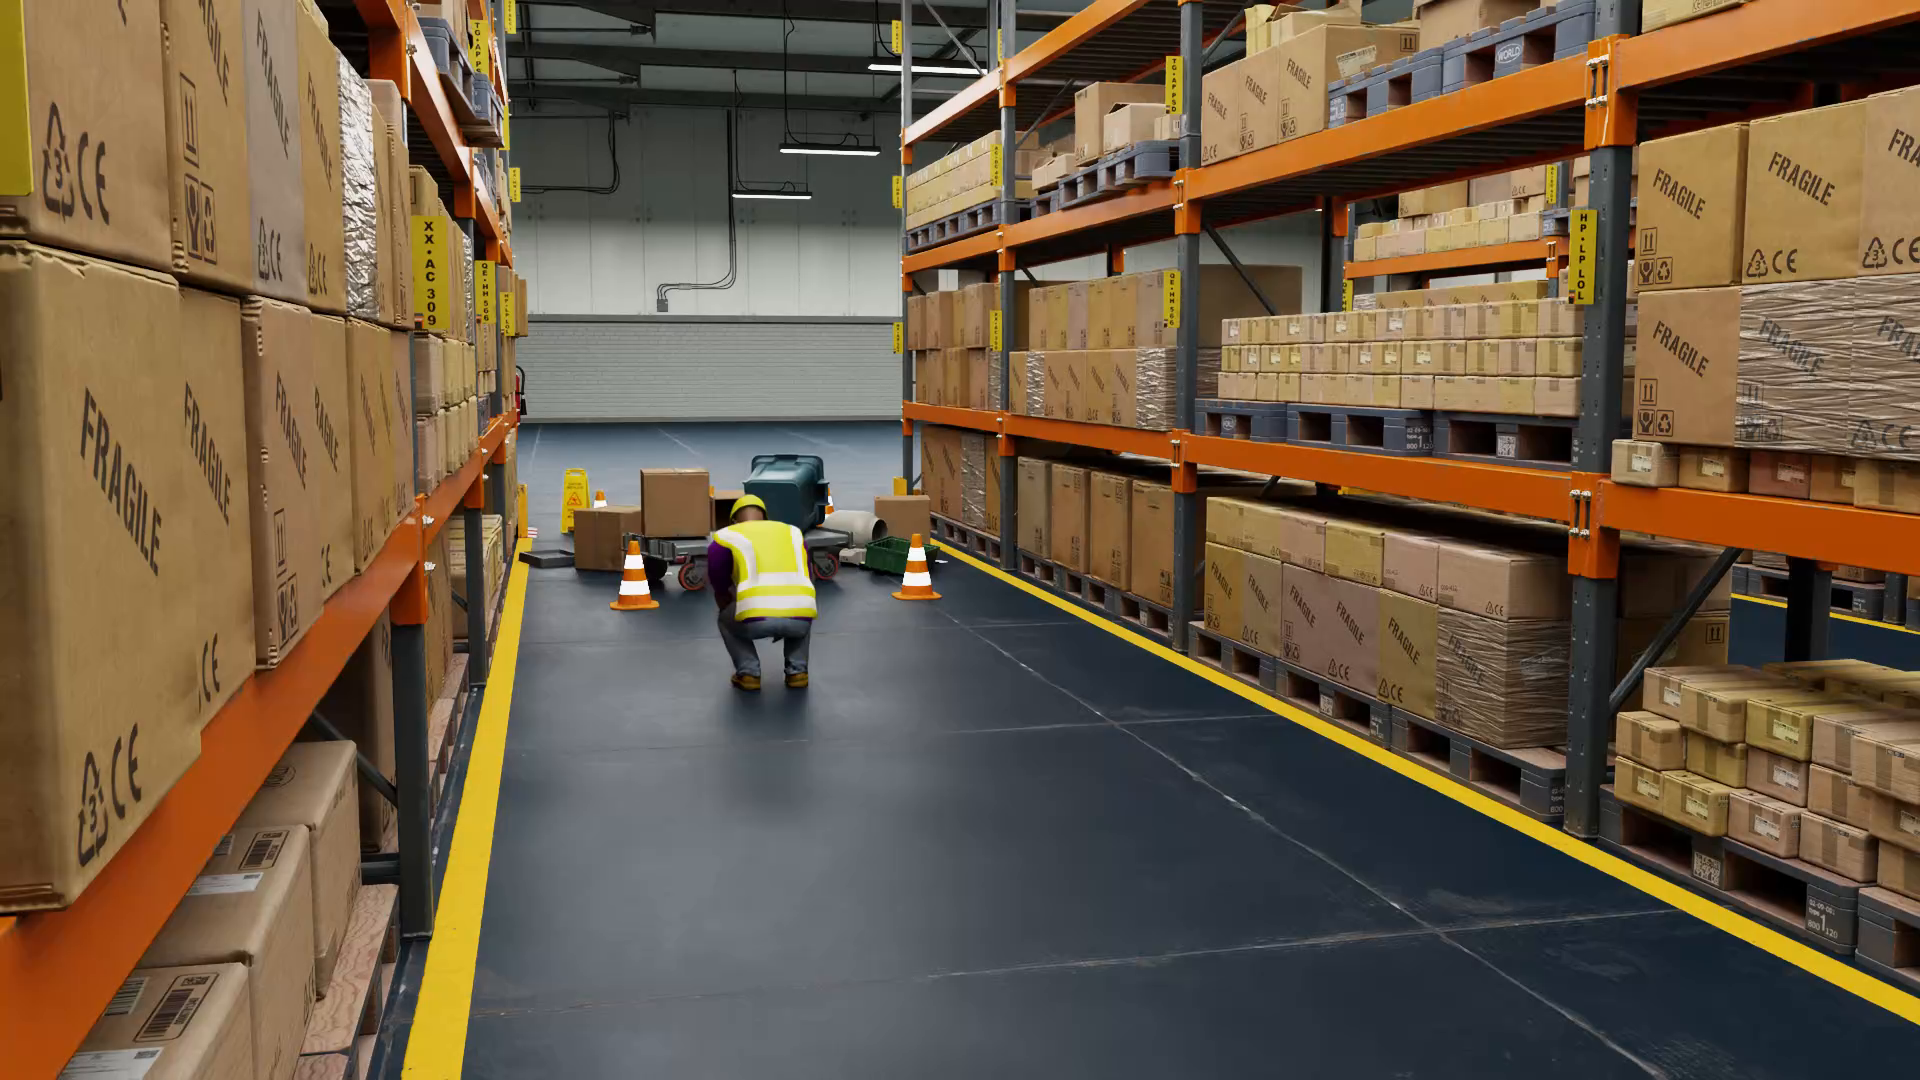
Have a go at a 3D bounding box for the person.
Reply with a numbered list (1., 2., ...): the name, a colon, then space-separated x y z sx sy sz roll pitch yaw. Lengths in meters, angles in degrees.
1. person: -1.068 0.268 9.000 0.584 0.998 0.889 -1 6 -14
